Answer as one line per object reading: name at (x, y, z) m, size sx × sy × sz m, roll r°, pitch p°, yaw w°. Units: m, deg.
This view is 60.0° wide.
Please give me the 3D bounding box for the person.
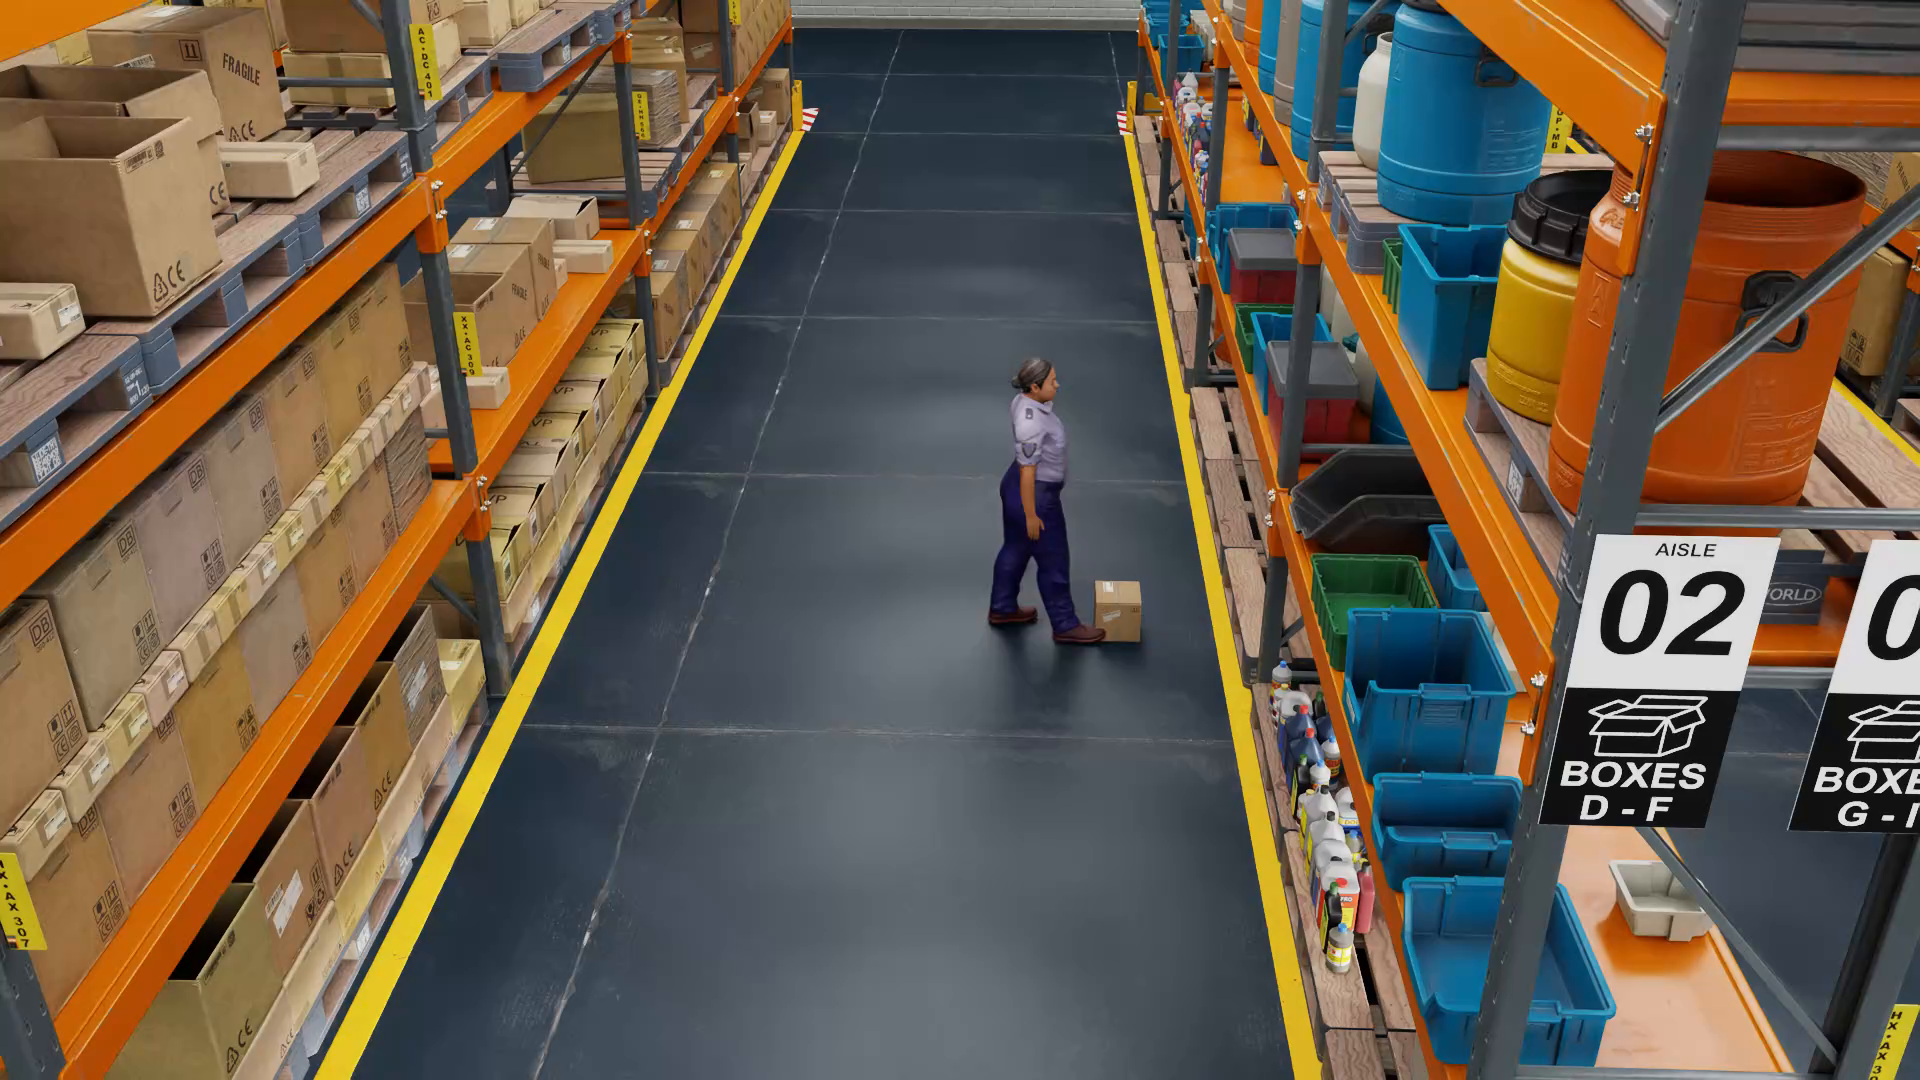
person at (0.485, -0.229, 9.055) m, size 0.644 × 1.640 × 0.495 m, roll -2°, pitch 28°, yaw -4°
